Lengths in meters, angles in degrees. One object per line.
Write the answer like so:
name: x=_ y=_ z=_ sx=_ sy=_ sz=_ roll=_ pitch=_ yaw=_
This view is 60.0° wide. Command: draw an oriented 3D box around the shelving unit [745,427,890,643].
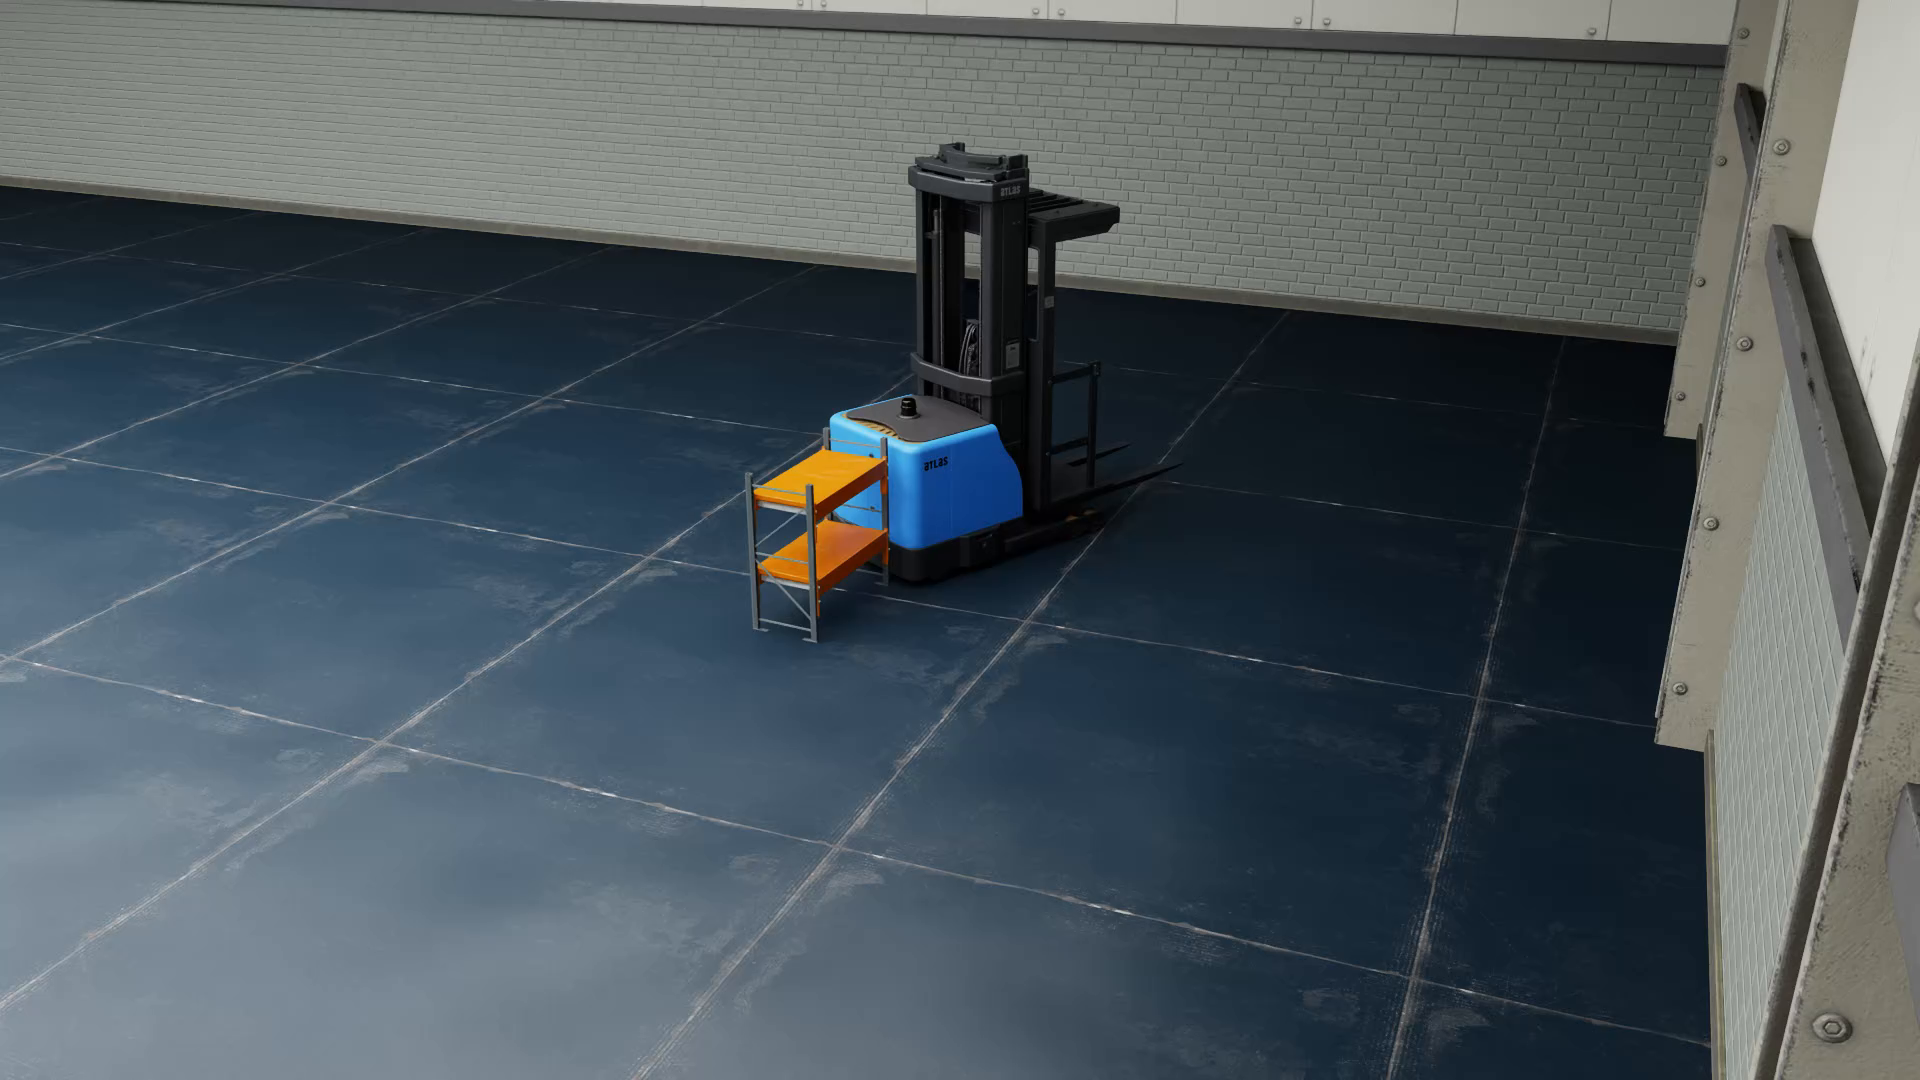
shelving unit: x=-0.953 y=-0.053 z=11.418 sx=0.538 sy=1.125 sz=1.048 roll=11 pitch=25 yaw=24

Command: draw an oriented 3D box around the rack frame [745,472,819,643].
rack frame: x=-1.174 y=0.123 z=10.996 sx=0.500 sy=1.125 sz=0.032 roll=11 pitch=25 yaw=24

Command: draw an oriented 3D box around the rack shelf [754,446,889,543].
rack shelf: x=-0.953 y=-0.323 z=11.306 sx=0.538 sy=0.278 sz=1.000 roll=11 pitch=25 yaw=24

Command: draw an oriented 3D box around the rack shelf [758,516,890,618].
rack shelf: x=-0.953 y=0.172 z=11.513 sx=0.538 sy=0.278 sz=1.000 roll=11 pitch=25 yaw=24

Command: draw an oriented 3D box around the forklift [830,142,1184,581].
forklift: x=0.480 y=-1.510 z=12.562 sx=3.031 sy=2.935 sz=1.130 roll=-18 pitch=29 yaw=-37

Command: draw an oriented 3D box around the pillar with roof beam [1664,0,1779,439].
pillar with roof beam: x=2.568 y=-5.759 z=14.862 sx=9.100 sy=9.000 sz=0.400 roll=9 pitch=24 yaw=20

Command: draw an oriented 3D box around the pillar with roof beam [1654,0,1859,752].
pillar with roof beam: x=0.340 y=-3.612 z=9.721 sx=9.100 sy=9.000 sz=0.400 roll=9 pitch=24 yaw=20

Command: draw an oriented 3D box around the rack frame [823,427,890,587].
rack frame: x=-0.733 y=-0.230 z=11.841 sx=0.500 sy=1.125 sz=0.032 roll=11 pitch=25 yaw=24
